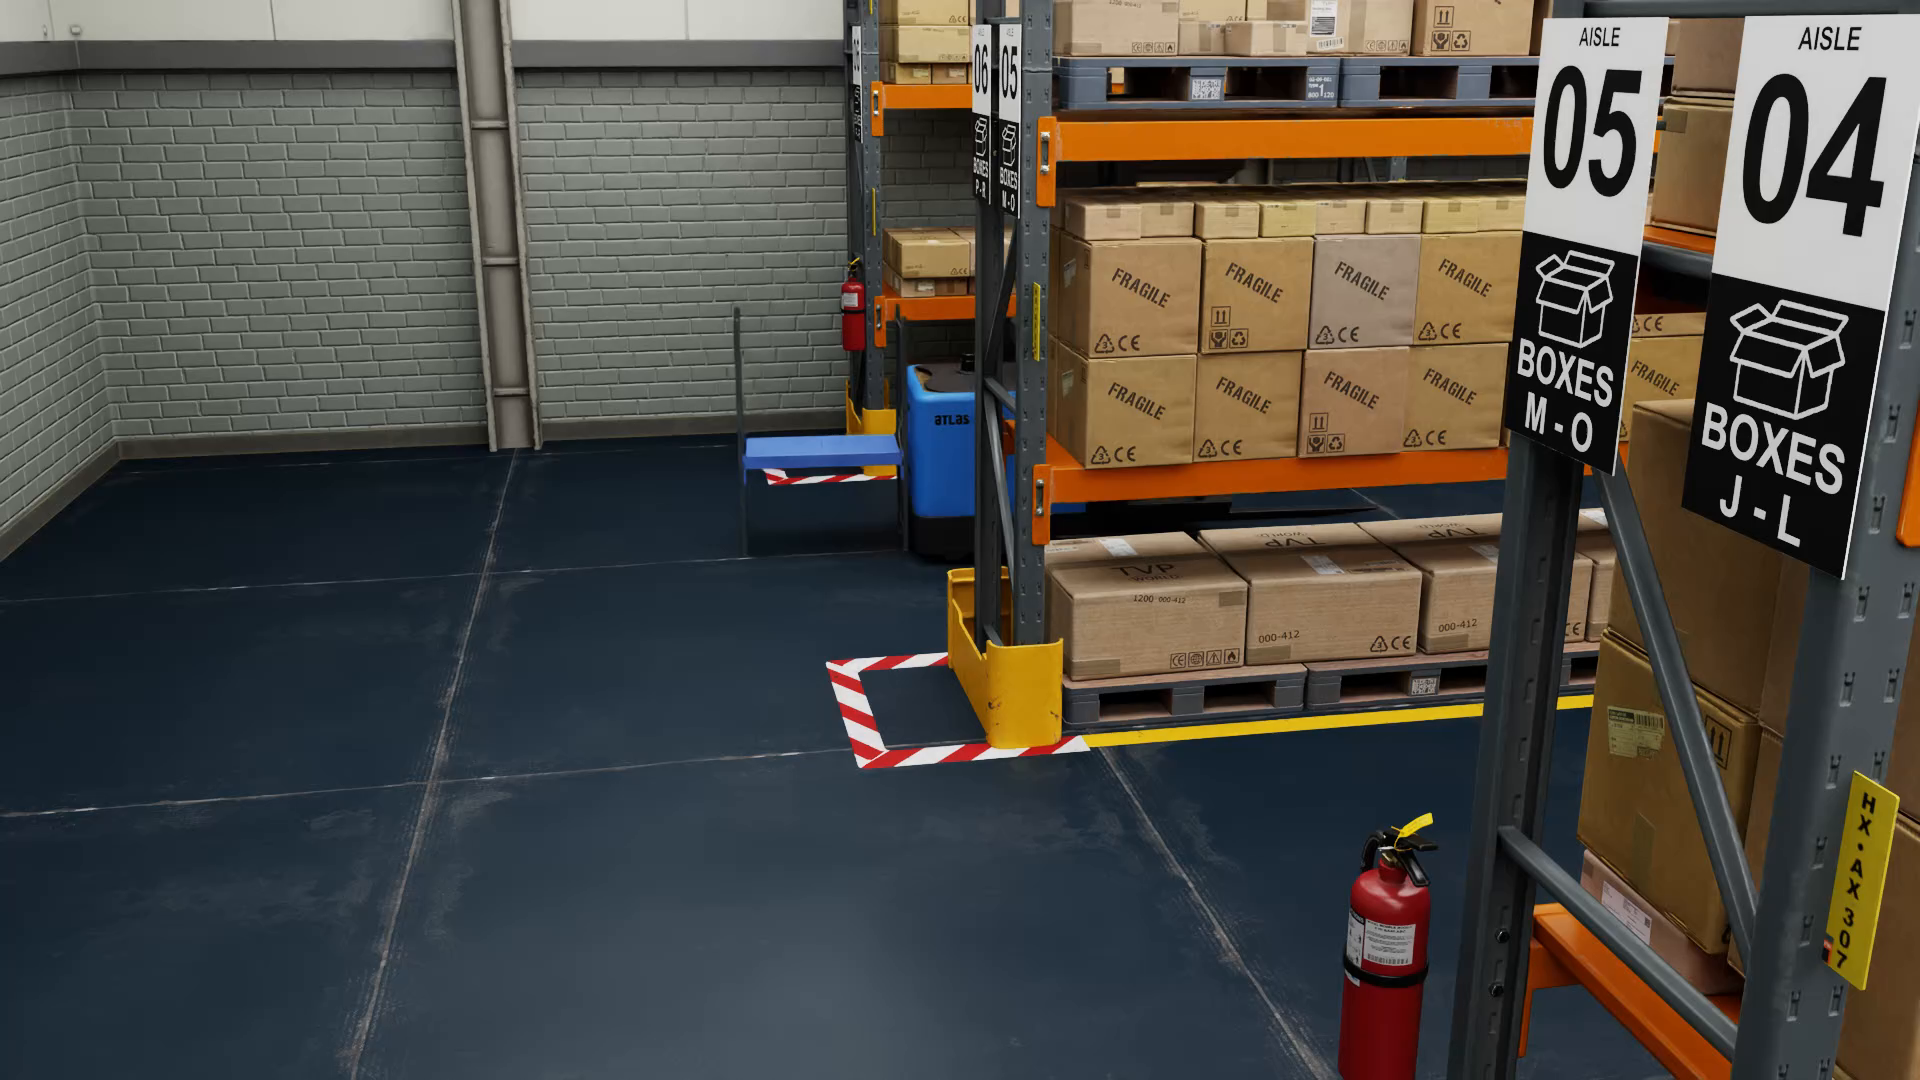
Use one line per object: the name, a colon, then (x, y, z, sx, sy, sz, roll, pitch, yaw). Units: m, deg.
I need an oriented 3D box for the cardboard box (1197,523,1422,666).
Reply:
cardboard box: (1.754, 0.261, 8.503, 0.875, 0.438, 0.875, -3, 17, -9)

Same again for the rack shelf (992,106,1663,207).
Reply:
rack shelf: (2.192, -1.846, 7.829, 4.000, 0.370, 1.077, -3, 17, -10)

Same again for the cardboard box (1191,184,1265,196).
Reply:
cardboard box: (1.280, -1.620, 7.999, 0.250, 0.149, 0.380, -3, 17, -9)

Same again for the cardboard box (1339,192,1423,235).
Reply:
cardboard box: (1.906, -1.488, 7.570, 0.250, 0.149, 0.380, -3, 17, -10)

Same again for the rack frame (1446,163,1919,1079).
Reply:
rack frame: (1.266, 0.777, 3.174, 0.127, 3.000, 1.000, -3, 17, -10)

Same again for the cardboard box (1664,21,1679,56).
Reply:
cardboard box: (3.330, -2.287, 7.583, 0.250, 0.149, 0.380, -3, 17, -9)

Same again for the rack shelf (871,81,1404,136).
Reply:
rack shelf: (1.247, -3.277, 12.487, 4.000, 0.370, 1.077, -3, 17, -10)

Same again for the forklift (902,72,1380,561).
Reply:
forklift: (1.168, -1.441, 10.513, 3.031, 2.935, 1.130, -2, 17, -6)

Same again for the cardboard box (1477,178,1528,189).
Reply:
cardboard box: (2.783, -1.712, 8.300, 0.250, 0.149, 0.380, -4, 17, -12)

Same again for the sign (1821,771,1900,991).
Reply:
sign: (1.370, 0.519, 2.537, 0.005, 0.325, 0.100, -3, 17, -10)

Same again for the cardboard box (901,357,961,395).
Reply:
cardboard box: (-0.099, -1.089, 12.786, 0.637, 0.503, 0.797, -4, 18, -13)

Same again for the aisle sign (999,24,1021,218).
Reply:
aisle sign: (0.213, -1.800, 7.134, 0.004, 0.787, 0.394, -3, 17, -10)

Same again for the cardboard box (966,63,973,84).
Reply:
cardboard box: (0.148, -3.371, 11.998, 0.250, 0.149, 0.380, -3, 17, -10)

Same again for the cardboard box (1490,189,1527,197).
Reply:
cardboard box: (2.646, -1.541, 7.743, 0.250, 0.149, 0.380, -4, 17, -12)

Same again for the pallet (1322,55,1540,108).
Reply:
pallet: (2.155, -2.149, 7.743, 1.213, 0.211, 1.003, -3, 17, -10)

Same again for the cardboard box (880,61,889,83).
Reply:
cardboard box: (-0.447, -3.473, 12.331, 0.250, 0.149, 0.380, -3, 17, -9)

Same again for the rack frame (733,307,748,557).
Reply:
rack frame: (-1.381, -0.681, 10.474, 0.032, 1.500, 0.500, -2, 17, -6)

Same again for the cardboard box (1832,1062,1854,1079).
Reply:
cardboard box: (1.647, 0.973, 2.962, 0.250, 0.149, 0.380, -3, 17, -11)

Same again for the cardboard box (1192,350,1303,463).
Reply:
cardboard box: (1.245, -0.672, 7.722, 0.500, 0.500, 0.500, -3, 17, -11)

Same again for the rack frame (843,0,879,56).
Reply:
rack frame: (-0.717, -4.943, 11.578, 0.127, 3.000, 1.000, -3, 17, -10)

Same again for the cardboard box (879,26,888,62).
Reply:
cardboard box: (-0.332, -3.683, 12.333, 0.500, 0.250, 0.500, -4, 17, -11)

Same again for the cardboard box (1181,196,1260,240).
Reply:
cardboard box: (1.150, -1.437, 7.403, 0.250, 0.149, 0.380, -3, 17, -9)

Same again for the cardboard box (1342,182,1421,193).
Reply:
cardboard box: (2.046, -1.654, 8.110, 0.250, 0.149, 0.380, -3, 17, -9)

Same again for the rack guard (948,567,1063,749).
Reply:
rack guard: (0.205, 0.552, 8.164, 0.348, 0.500, 1.175, -3, 17, -10)

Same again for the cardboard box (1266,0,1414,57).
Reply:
cardboard box: (1.707, -2.353, 7.522, 0.500, 0.311, 0.500, -3, 17, -9)

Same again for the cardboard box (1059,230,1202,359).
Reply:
cardboard box: (0.753, -1.115, 7.459, 0.500, 0.500, 0.500, -4, 17, -12)

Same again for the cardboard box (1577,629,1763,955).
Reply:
cardboard box: (1.659, 0.488, 3.438, 0.500, 0.500, 0.500, -3, 17, -9)

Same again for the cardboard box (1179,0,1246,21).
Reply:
cardboard box: (1.765, -3.887, 12.147, 0.500, 0.250, 0.500, -3, 17, -9)

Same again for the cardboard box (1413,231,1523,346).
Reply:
cardboard box: (2.253, -1.205, 7.752, 0.500, 0.500, 0.500, -3, 17, -10)

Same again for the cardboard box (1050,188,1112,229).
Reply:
cardboard box: (0.543, -1.558, 7.798, 0.250, 0.149, 0.380, -3, 17, -10)

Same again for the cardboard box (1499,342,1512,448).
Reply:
cardboard box: (2.754, -0.753, 7.984, 0.500, 0.500, 0.500, -4, 17, -11)

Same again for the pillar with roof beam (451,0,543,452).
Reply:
pillar with roof beam: (-2.719, -3.812, 7.895, 0.400, 9.000, 9.100, -3, 17, -10)

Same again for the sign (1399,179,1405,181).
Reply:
sign: (3.321, -2.556, 12.550, 0.005, 0.325, 0.100, -3, 17, -10)

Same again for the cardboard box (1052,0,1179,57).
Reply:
cardboard box: (0.653, -2.306, 7.473, 0.500, 0.250, 0.500, -5, 18, -16)

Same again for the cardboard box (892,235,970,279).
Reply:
cardboard box: (-0.221, -2.093, 12.267, 0.500, 0.250, 0.500, -3, 17, -10)

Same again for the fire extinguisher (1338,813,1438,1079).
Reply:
fire extinguisher: (0.932, 0.873, 3.627, 0.183, 0.674, 0.296, -3, 17, -10)

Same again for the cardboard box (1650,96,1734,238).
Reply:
cardboard box: (1.663, -0.687, 3.086, 0.500, 0.250, 0.500, -4, 17, -12)

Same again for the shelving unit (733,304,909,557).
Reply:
shelving unit: (-0.876, -0.698, 10.531, 1.048, 1.500, 0.538, -2, 17, -6)

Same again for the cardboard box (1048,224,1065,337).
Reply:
cardboard box: (0.656, -1.266, 7.951, 0.500, 0.500, 0.500, -3, 17, -9)

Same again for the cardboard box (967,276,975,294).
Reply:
cardboard box: (0.150, -1.946, 12.468, 0.250, 0.149, 0.380, -3, 17, -11)

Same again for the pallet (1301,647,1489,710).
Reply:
pallet: (2.194, 0.555, 8.647, 1.213, 0.211, 1.003, -3, 17, -10)

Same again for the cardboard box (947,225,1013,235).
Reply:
cardboard box: (0.191, -2.276, 12.862, 0.500, 0.250, 0.500, -3, 17, -10)

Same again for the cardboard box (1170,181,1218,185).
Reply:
cardboard box: (1.698, -2.721, 13.033, 0.500, 0.500, 0.500, -4, 17, -12)
